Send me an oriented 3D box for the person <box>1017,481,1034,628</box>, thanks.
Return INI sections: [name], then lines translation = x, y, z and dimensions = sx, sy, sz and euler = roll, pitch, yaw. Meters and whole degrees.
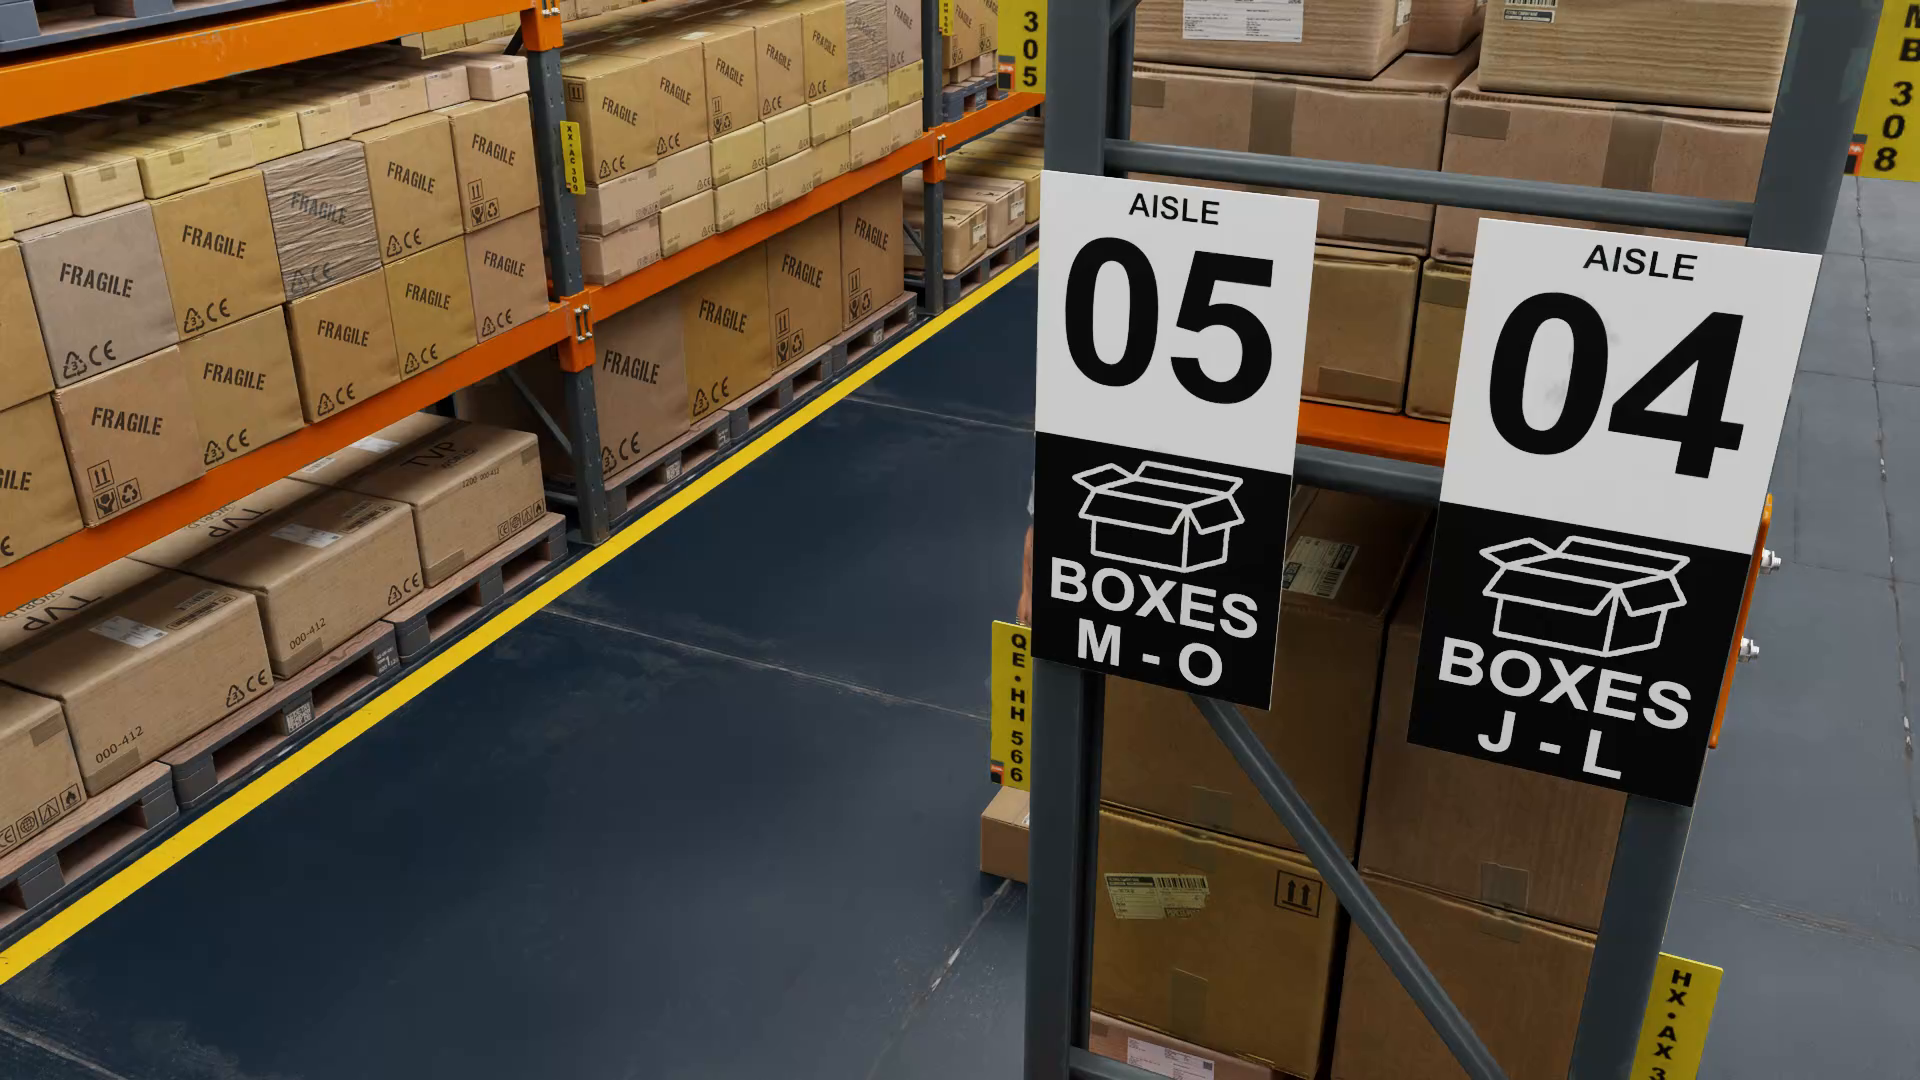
[person]
translation = 0.457, 0.233, 6.115
dimensions = 0.494, 1.685, 0.534
euler = 4, 27, 8
